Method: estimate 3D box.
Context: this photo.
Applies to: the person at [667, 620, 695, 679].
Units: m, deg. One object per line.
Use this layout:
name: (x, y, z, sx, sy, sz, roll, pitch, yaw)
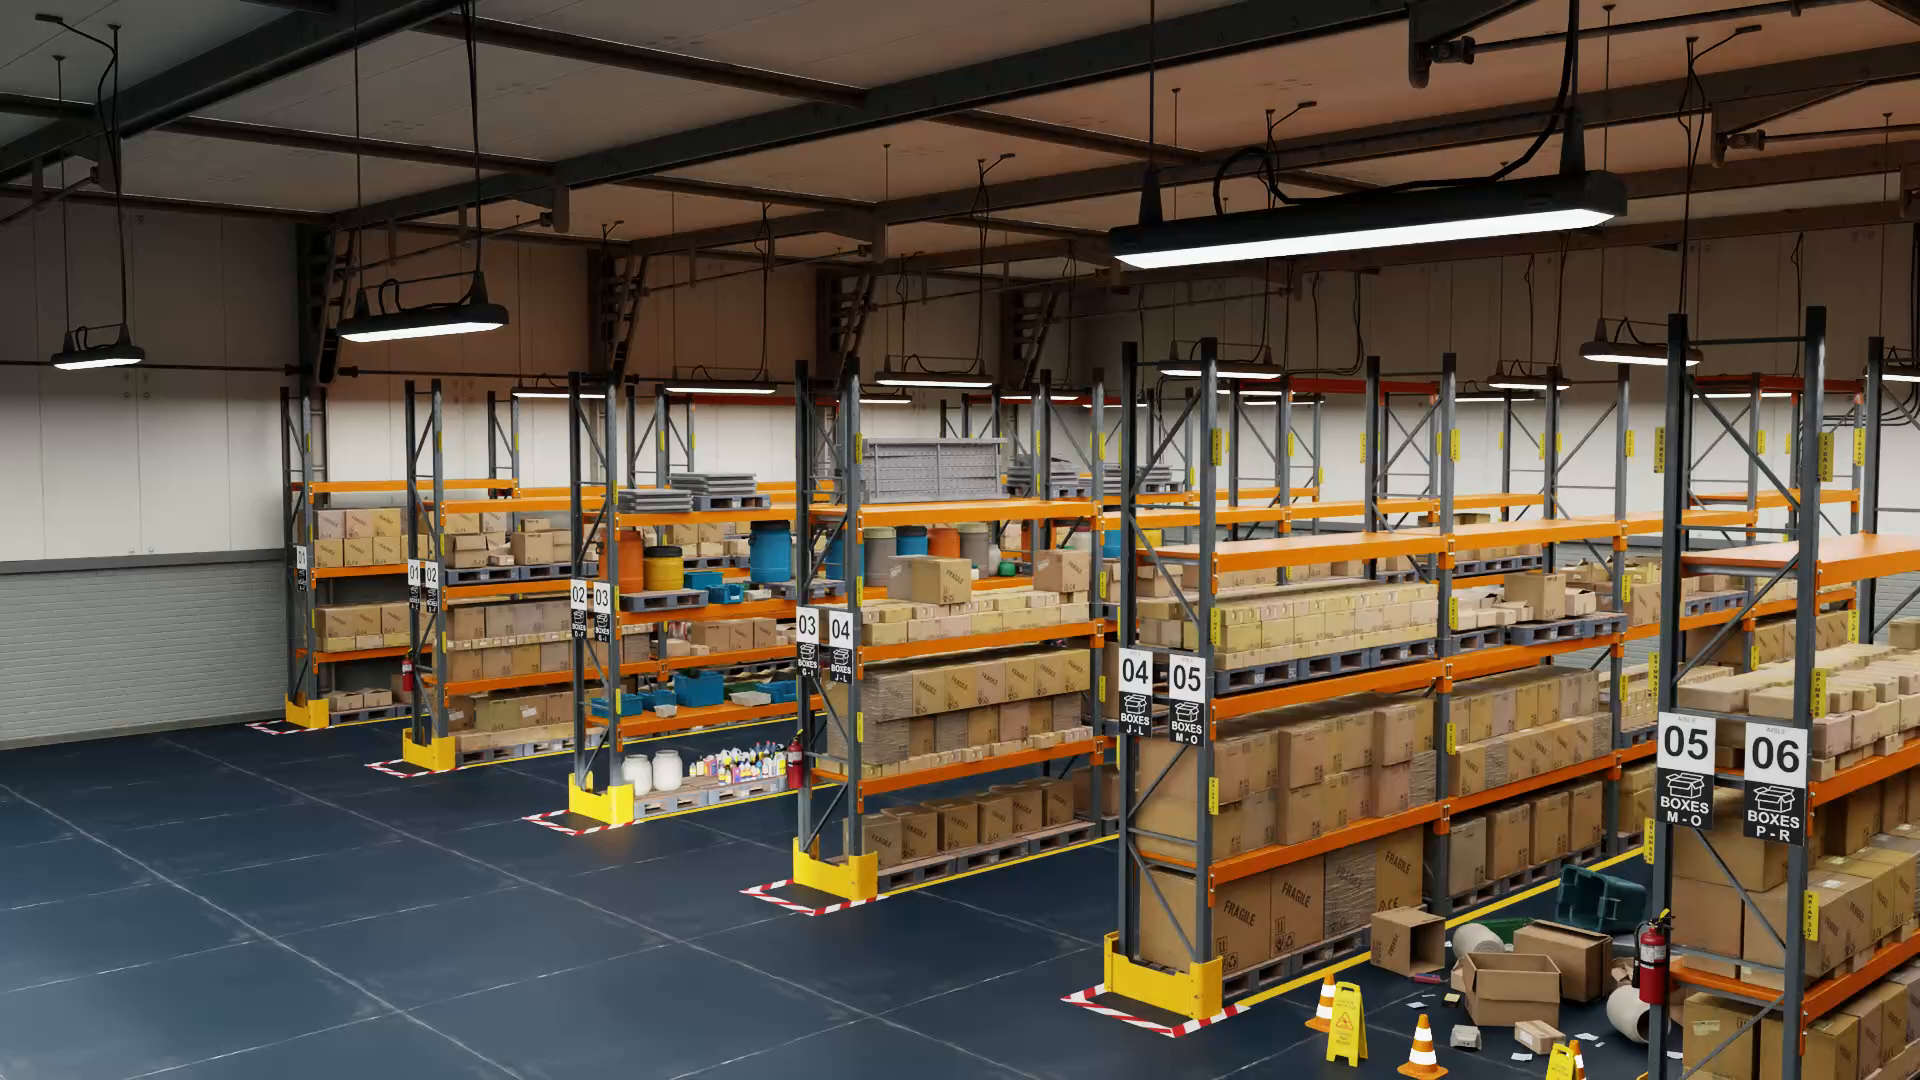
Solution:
person: (-5.419, 2.217, 32.692, 0.687, 1.736, 0.978, 2, 4, 27)
